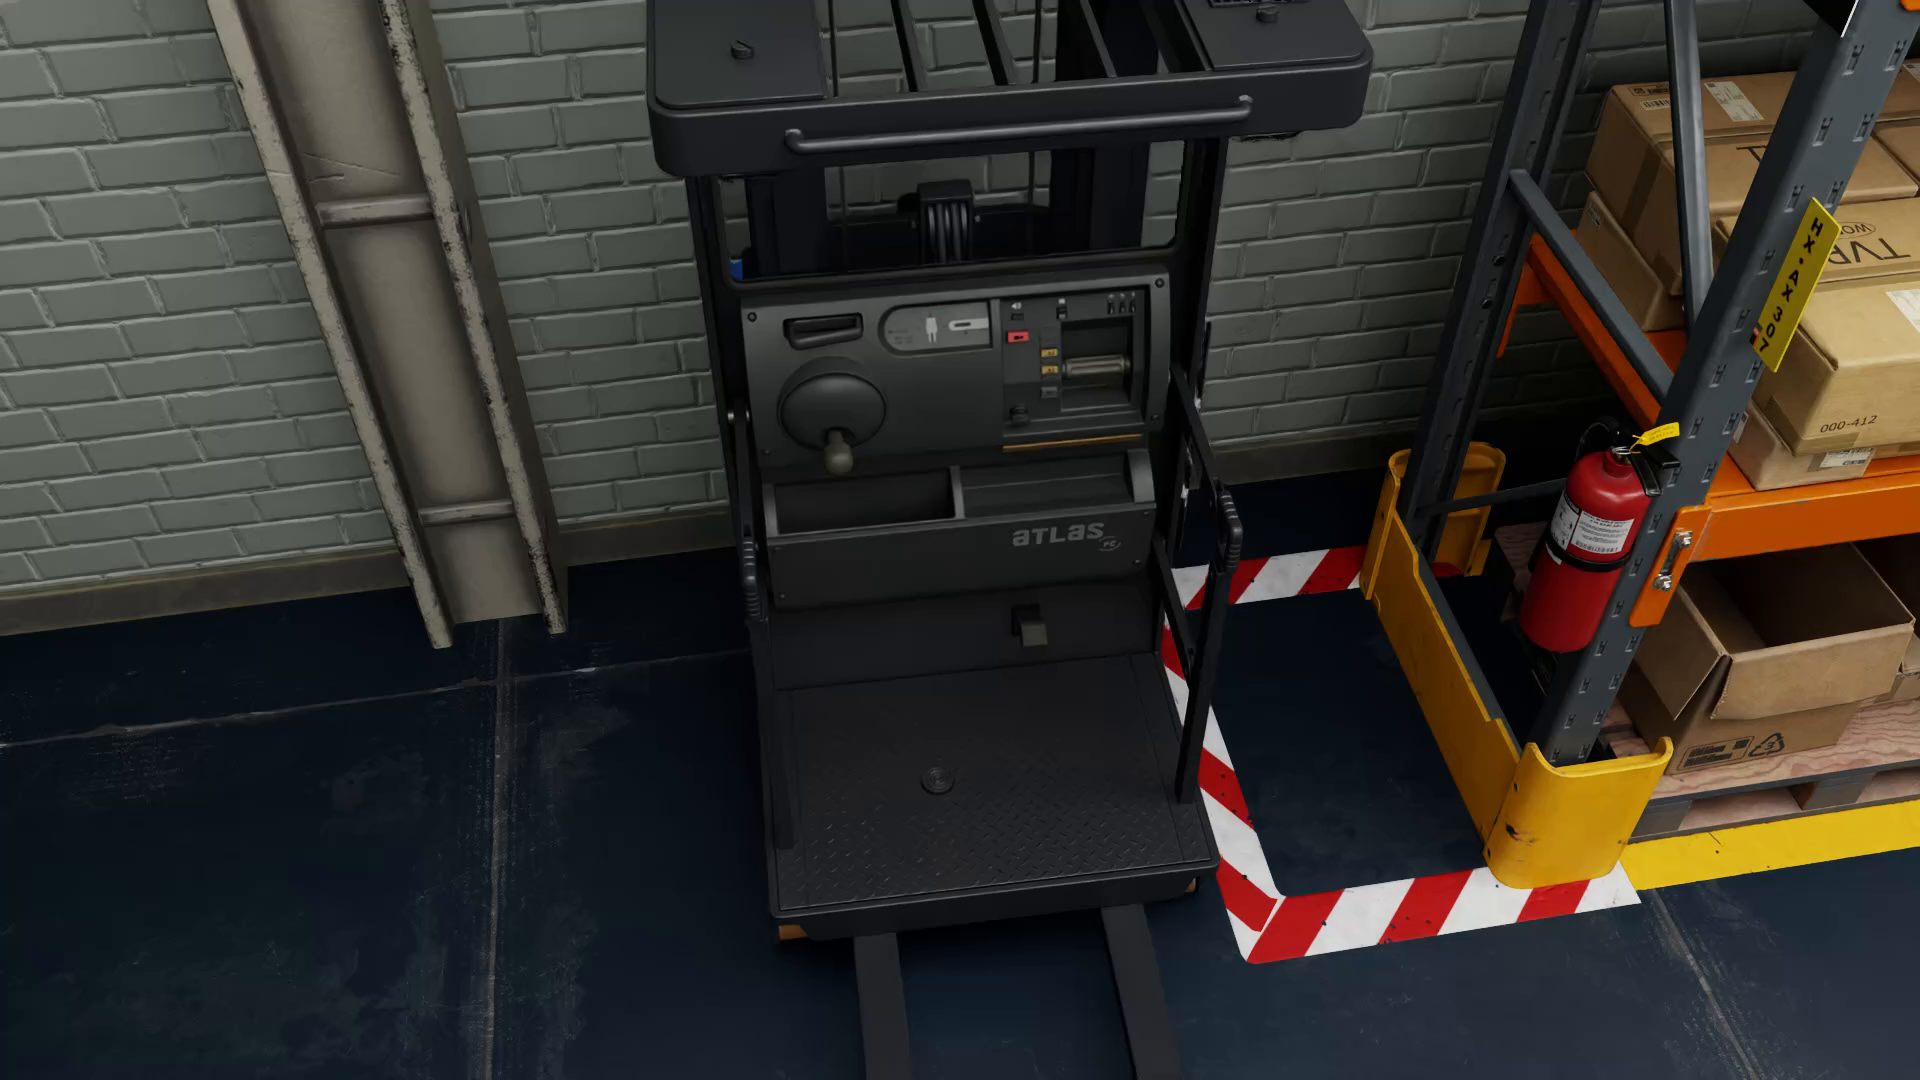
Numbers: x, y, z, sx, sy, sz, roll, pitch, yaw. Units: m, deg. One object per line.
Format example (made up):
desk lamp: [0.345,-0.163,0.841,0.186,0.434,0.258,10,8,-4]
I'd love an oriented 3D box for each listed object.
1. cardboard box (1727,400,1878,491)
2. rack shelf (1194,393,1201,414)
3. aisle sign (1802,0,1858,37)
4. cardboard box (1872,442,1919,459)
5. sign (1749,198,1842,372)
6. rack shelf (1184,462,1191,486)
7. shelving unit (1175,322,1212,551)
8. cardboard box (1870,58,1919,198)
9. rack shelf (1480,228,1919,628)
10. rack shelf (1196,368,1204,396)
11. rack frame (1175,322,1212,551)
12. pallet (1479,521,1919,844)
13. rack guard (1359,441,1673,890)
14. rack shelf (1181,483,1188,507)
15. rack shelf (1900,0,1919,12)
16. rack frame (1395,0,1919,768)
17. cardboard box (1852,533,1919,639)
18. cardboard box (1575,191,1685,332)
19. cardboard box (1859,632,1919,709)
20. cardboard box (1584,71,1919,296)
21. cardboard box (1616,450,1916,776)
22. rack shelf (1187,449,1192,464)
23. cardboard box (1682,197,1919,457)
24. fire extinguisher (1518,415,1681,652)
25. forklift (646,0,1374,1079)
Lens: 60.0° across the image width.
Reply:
cardboard box: [1.783,-0.301,3.632,0.250,0.149,0.380,-7,47,-7]
rack shelf: [0.566,-0.448,4.853,0.200,0.077,0.258,-9,47,-8]
aisle sign: [1.395,-1.228,2.545,0.004,0.787,0.394,-7,46,-7]
cardboard box: [2.026,-0.365,3.693,0.250,0.149,0.380,-6,46,-6]
sign: [1.505,-0.458,3.007,0.005,0.325,0.100,-7,46,-7]
rack shelf: [0.566,-0.261,5.048,0.200,0.077,0.258,-9,47,-8]
shelving unit: [0.566,-0.347,4.959,0.210,0.900,0.258,-9,47,-8]
cardboard box: [2.329,-0.901,3.933,0.500,0.250,0.500,-7,46,-7]
rack shelf: [3.383,-0.539,4.186,4.000,0.370,1.077,-7,46,-7]
rack shelf: [0.566,-0.511,4.789,0.200,0.077,0.258,-9,47,-8]
rack frame: [0.666,-0.362,4.973,0.006,0.900,0.240,-9,47,-8]
pallet: [2.273,0.317,4.798,1.213,0.211,1.003,-7,46,-7]
rack guard: [1.487,0.315,4.599,0.348,0.500,1.175,-7,46,-7]
rack shelf: [0.566,-0.199,5.113,0.200,0.077,0.258,-9,47,-8]
rack shelf: [3.383,-1.579,3.105,4.000,0.370,1.077,-7,46,-7]
rack frame: [1.412,-0.543,3.690,0.127,3.000,1.000,-7,46,-7]
cardboard box: [2.880,0.094,4.521,0.500,0.500,0.700,-5,46,-5]
cardboard box: [1.693,-0.687,4.003,0.250,0.149,0.380,-8,47,-7]
cardboard box: [2.457,0.268,4.597,0.250,0.149,0.380,-9,47,-8]
cardboard box: [1.820,-0.839,3.873,0.500,0.250,0.500,-6,46,-6]
cardboard box: [2.031,0.170,4.445,0.637,0.503,0.797,-9,47,-8]
rack shelf: [0.566,-0.323,4.983,0.200,0.077,0.258,-9,47,-8]
cardboard box: [1.905,-0.458,3.506,0.500,0.250,0.500,-7,46,-7]
fire extinguisher: [1.346,-0.040,3.519,0.183,0.674,0.296,-7,46,-7]
forklift: [0.030,-0.273,3.478,1.130,2.935,3.031,-6,46,-5]
